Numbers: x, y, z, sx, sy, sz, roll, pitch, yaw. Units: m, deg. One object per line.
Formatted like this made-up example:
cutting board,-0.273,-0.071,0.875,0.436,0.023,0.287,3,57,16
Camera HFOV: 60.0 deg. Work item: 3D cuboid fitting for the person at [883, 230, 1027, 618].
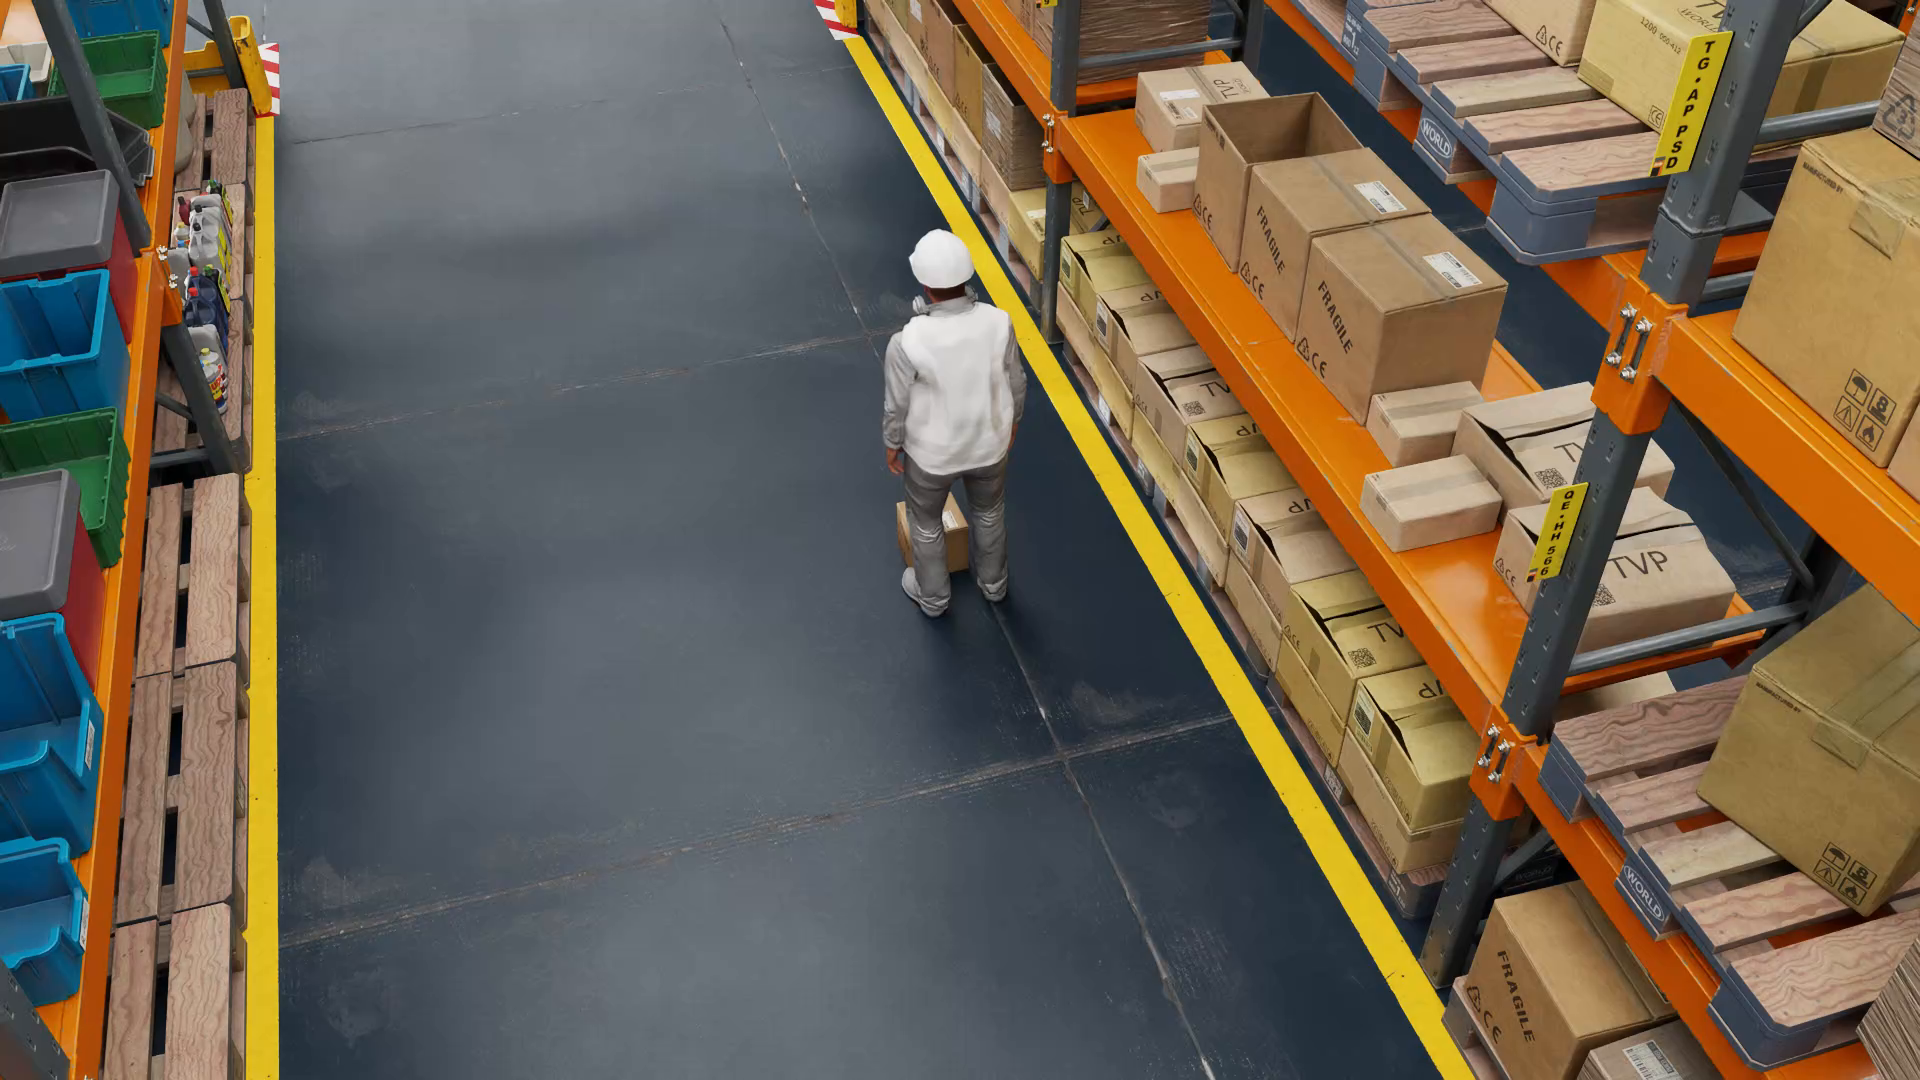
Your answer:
person,-0.026,-0.418,6.606,0.579,1.770,0.462,-13,43,-14
